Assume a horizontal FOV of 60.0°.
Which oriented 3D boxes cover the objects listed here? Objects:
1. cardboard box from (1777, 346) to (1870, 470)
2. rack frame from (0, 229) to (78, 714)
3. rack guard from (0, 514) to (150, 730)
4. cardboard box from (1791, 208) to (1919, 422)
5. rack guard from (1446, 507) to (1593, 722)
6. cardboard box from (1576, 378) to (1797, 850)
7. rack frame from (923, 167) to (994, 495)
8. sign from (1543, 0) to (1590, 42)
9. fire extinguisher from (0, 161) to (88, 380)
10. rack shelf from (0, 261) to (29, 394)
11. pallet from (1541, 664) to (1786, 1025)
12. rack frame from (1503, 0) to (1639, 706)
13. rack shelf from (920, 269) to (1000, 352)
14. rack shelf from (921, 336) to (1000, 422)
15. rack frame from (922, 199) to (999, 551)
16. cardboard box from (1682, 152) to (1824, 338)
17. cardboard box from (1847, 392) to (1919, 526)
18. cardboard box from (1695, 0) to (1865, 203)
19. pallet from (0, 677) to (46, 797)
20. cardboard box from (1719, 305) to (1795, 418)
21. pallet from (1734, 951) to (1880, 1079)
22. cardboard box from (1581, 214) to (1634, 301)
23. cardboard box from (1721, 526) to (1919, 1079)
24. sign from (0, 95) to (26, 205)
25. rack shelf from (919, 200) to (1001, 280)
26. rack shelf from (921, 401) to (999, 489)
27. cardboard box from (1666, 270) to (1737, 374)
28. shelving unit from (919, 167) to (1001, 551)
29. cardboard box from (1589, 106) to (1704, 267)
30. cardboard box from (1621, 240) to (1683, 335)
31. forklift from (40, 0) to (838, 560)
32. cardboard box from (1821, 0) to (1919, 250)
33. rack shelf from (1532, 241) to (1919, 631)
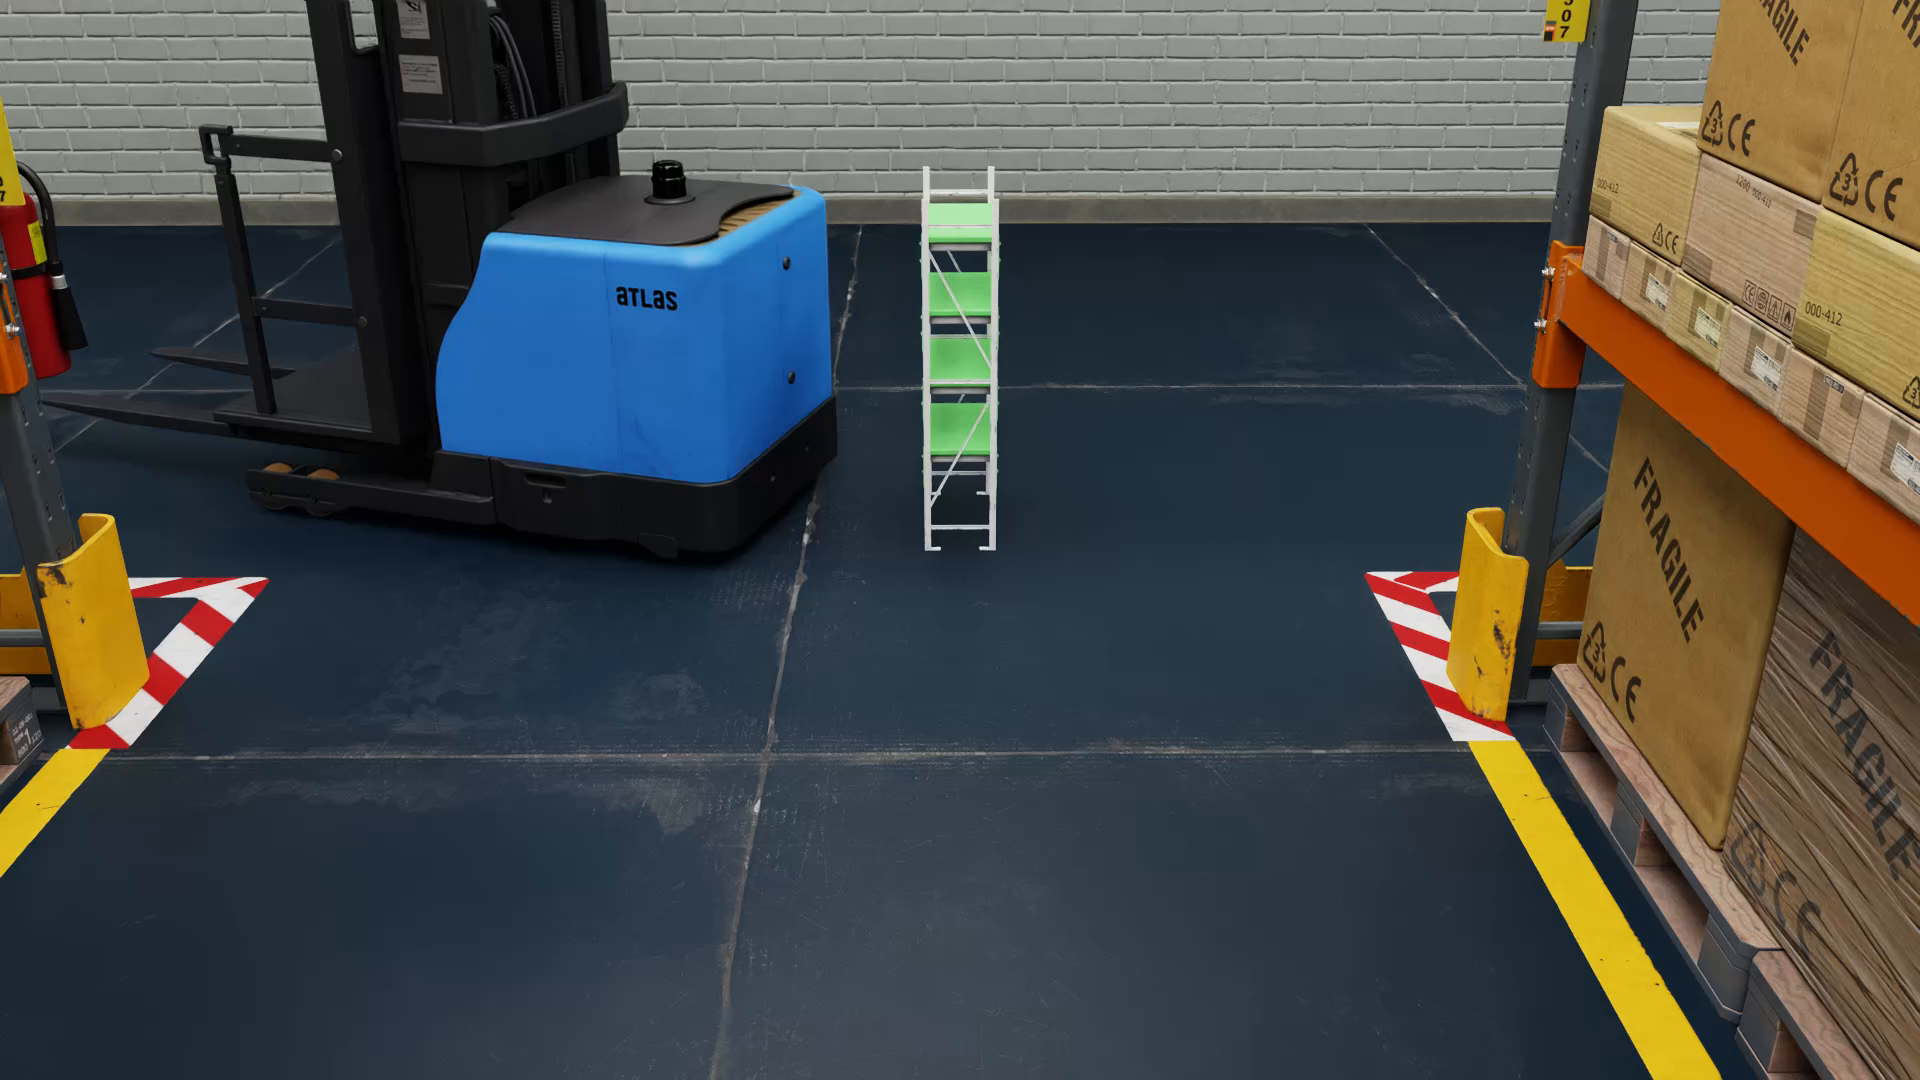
[{"bbox_3d":[1.703,-0.239,2.943,0.380,0.149,0.250,-1,24,-2],"label":"cardboard box"},{"bbox_3d":[-2.937,-0.902,4.105,1.000,3.000,0.127,0,24,-1],"label":"rack frame"},{"bbox_3d":[-2.950,0.227,4.642,1.175,0.500,0.348,0,24,-1],"label":"rack guard"},{"bbox_3d":[1.765,-0.371,2.752,0.500,0.250,0.500,-1,24,-2],"label":"cardboard box"},{"bbox_3d":[2.015,0.205,4.691,1.175,0.500,0.348,0,24,-1],"label":"rack guard"},{"bbox_3d":[2.103,0.116,3.923,0.875,0.875,0.875,0,24,-1],"label":"cardboard box"},{"bbox_3d":[-0.004,-0.715,5.876,0.240,1.200,0.015,0,24,-1],"label":"rack frame"},{"bbox_3d":[1.461,-1.355,3.959,0.100,0.325,0.005,0,24,-1],"label":"sign"},{"bbox_3d":[-2.484,-0.761,4.340,0.296,0.674,0.183,0,24,-1],"label":"fire extinguisher"},{"bbox_3d":[-2.915,0.250,2.431,1.077,0.370,4.000,0,24,-1],"label":"rack shelf"},{"bbox_3d":[2.103,0.675,4.001,1.003,0.211,1.213,0,24,-1],"label":"pallet"},{"bbox_3d":[2.016,-0.924,4.154,1.000,3.000,0.127,0,24,-1],"label":"rack frame"},{"bbox_3d":[-0.002,-0.775,5.581,0.258,0.148,0.480,0,24,-1],"label":"rack shelf"},{"bbox_3d":[-0.002,-0.557,5.680,0.258,0.148,0.480,0,24,-1],"label":"rack shelf"},{"bbox_3d":[0.001,-0.514,5.431,0.240,1.200,0.015,0,24,-1],"label":"rack frame"},{"bbox_3d":[1.763,-0.578,3.210,0.500,0.250,0.500,-1,24,-1],"label":"cardboard box"},{"bbox_3d":[1.706,-0.132,2.708,0.380,0.149,0.250,-1,24,-1],"label":"cardboard box"},{"bbox_3d":[1.756,-0.928,3.074,0.500,0.500,0.500,-1,24,-2],"label":"cardboard box"},{"bbox_3d":[-2.967,0.708,3.928,1.003,0.211,1.213,0,24,-1],"label":"pallet"},{"bbox_3d":[1.701,-0.344,3.174,0.380,0.149,0.250,-1,24,-1],"label":"cardboard box"},{"bbox_3d":[2.113,1.177,2.892,1.003,0.211,1.213,0,24,-1],"label":"pallet"},{"bbox_3d":[1.690,-0.662,3.879,0.380,0.149,0.250,0,24,0],"label":"cardboard box"},{"bbox_3d":[2.113,0.491,3.094,0.875,0.875,0.875,0,24,-1],"label":"cardboard box"},{"bbox_3d":[-2.387,-0.986,4.091,0.100,0.325,0.005,0,24,-1],"label":"sign"},{"bbox_3d":[-0.002,-0.994,5.482,0.258,0.148,0.480,0,24,-1],"label":"rack shelf"},{"bbox_3d":[-0.002,-0.338,5.779,0.258,0.148,0.480,0,24,-1],"label":"rack shelf"},{"bbox_3d":[1.697,-0.451,3.412,0.380,0.149,0.250,-1,24,-2],"label":"cardboard box"},{"bbox_3d":[-0.002,-0.615,5.654,0.258,1.200,0.503,0,24,-1],"label":"shelving unit"},{"bbox_3d":[1.751,-0.793,3.684,0.500,0.250,0.500,-1,24,-2],"label":"cardboard box"},{"bbox_3d":[1.694,-0.557,3.645,0.380,0.149,0.250,-1,24,-1],"label":"cardboard box"},{"bbox_3d":[-2.037,-1.615,5.765,3.031,2.935,1.130,8,25,16],"label":"forklift"},{"bbox_3d":[1.768,-0.715,2.602,0.500,0.500,0.500,-1,24,-2],"label":"cardboard box"},{"bbox_3d":[2.038,0.227,2.480,1.077,0.370,4.000,0,24,-1],"label":"rack shelf"}]
